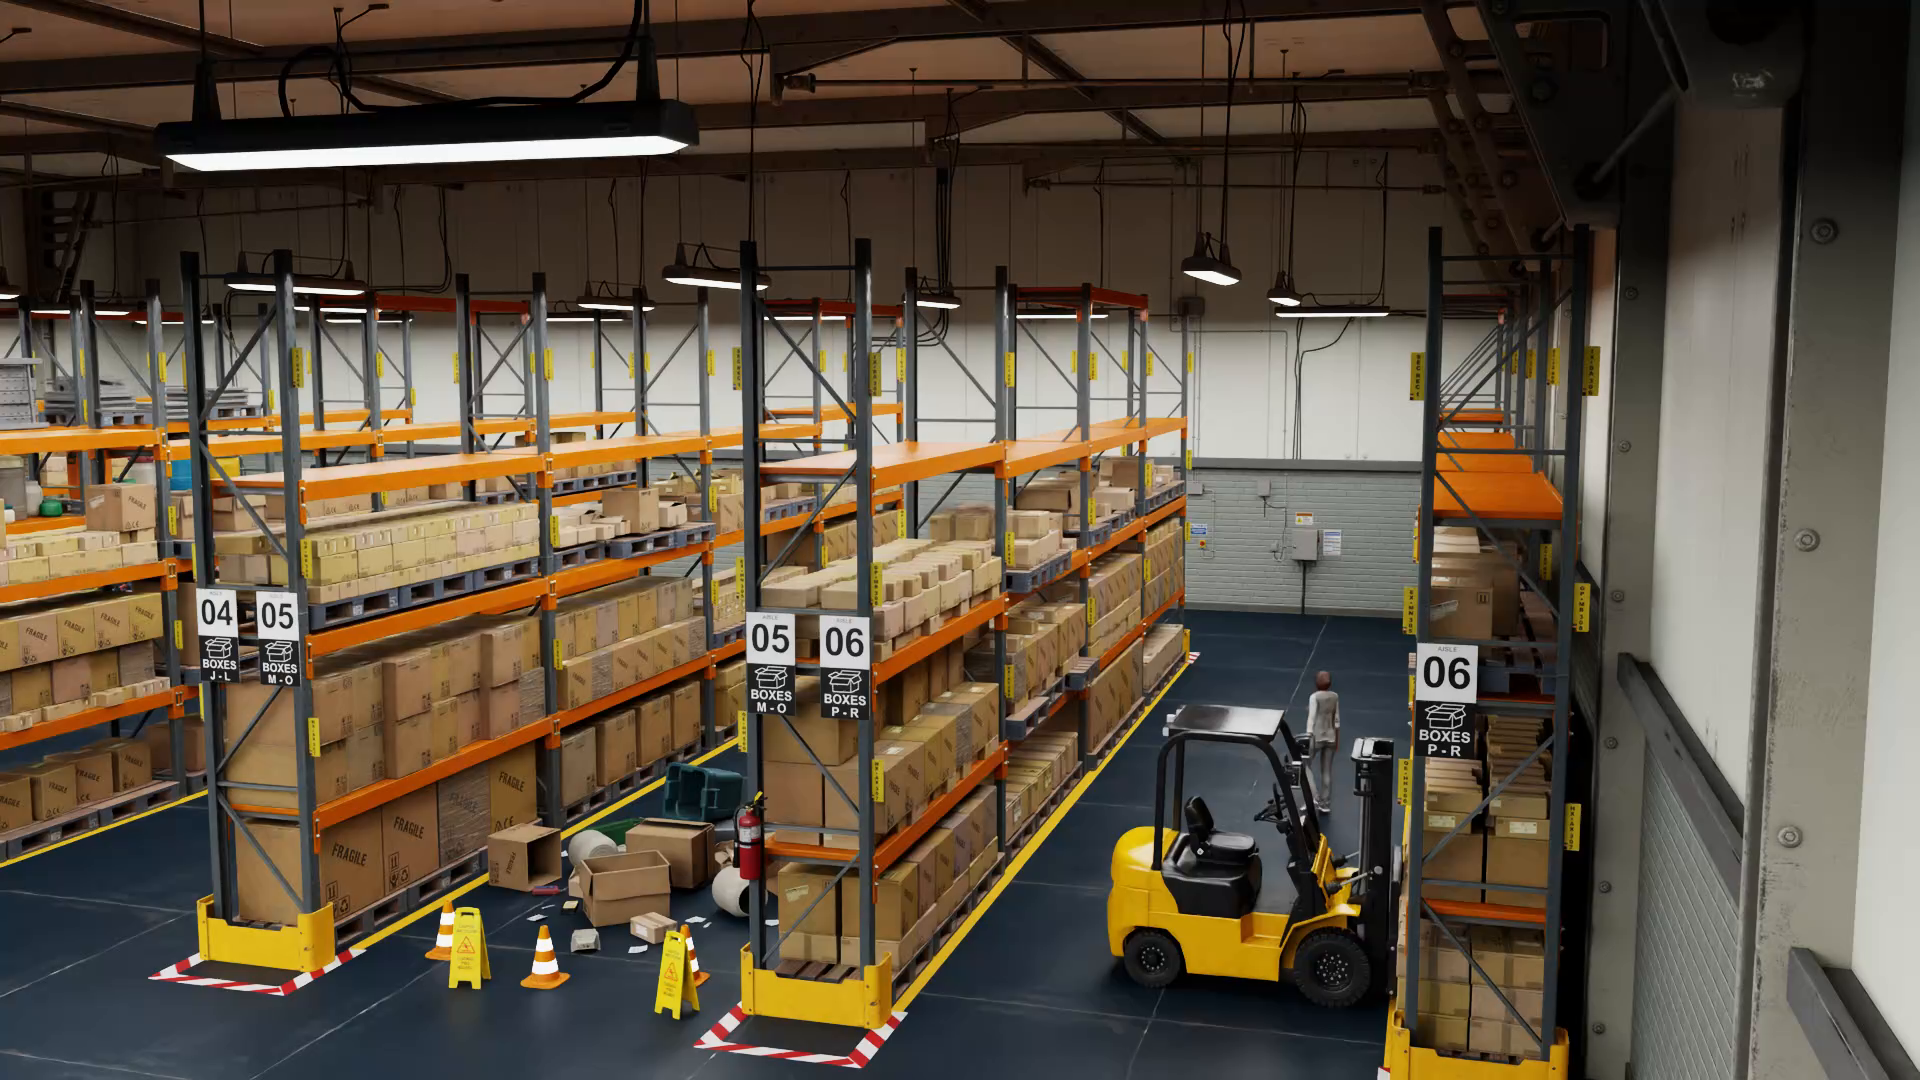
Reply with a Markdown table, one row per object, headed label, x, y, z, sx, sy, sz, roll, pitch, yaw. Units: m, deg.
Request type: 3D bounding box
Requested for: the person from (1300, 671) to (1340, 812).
| label | x | y | z | sx | sy | sz | roll | pitch | yaw |
| --- | --- | --- | --- | --- | --- | --- | --- | --- | --- |
| person | 4.091 | 2.280 | 18.800 | 0.446 | 1.612 | 0.372 | -2 | 7 | -18 |
